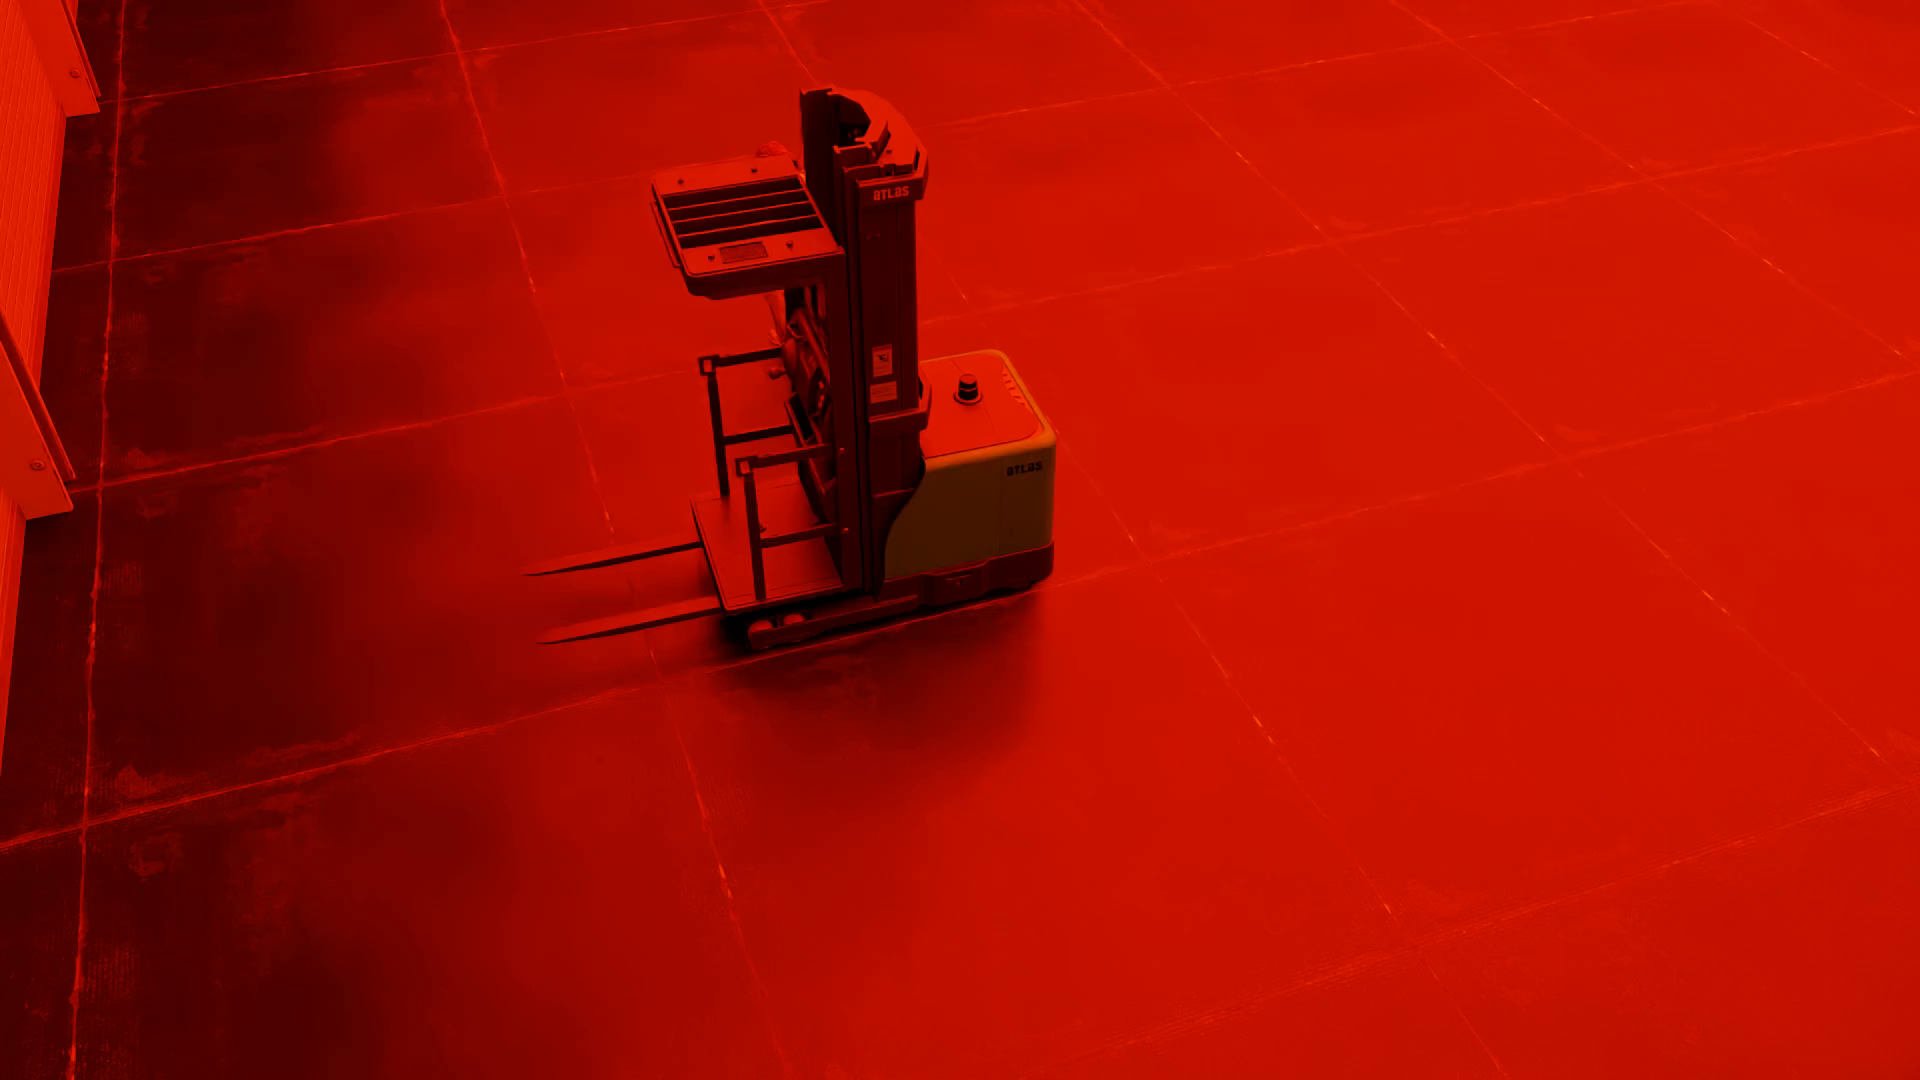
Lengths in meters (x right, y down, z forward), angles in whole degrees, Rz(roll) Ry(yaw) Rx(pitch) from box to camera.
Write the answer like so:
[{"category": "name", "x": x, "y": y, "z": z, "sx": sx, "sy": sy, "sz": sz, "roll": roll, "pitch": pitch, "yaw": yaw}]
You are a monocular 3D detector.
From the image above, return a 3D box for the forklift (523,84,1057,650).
[{"category": "forklift", "x": -1.016, "y": -0.879, "z": 9.043, "sx": 3.031, "sy": 2.935, "sz": 1.130, "roll": -12, "pitch": 41, "yaw": -14}]

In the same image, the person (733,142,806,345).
[{"category": "person", "x": -1.288, "y": -2.022, "z": 11.470, "sx": 0.686, "sy": 1.580, "sz": 0.420, "roll": -30, "pitch": 49, "yaw": -31}]
